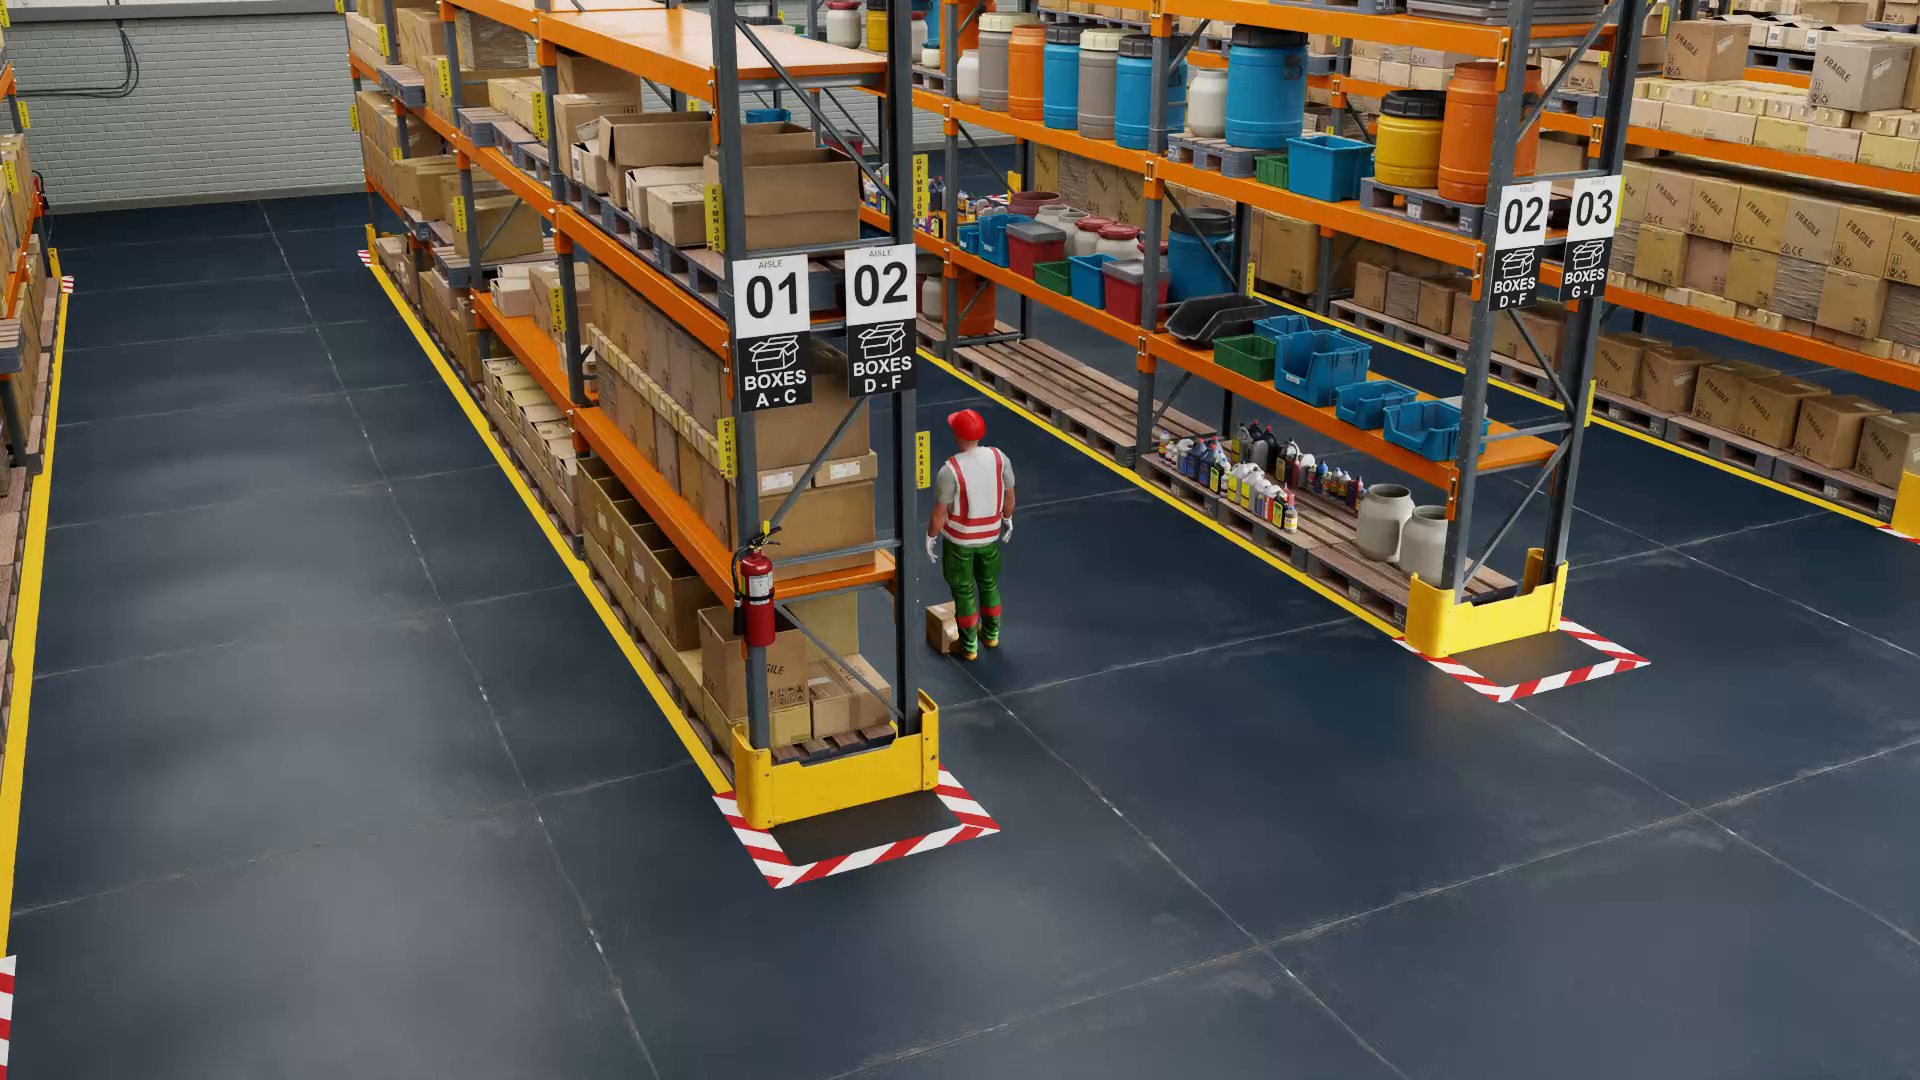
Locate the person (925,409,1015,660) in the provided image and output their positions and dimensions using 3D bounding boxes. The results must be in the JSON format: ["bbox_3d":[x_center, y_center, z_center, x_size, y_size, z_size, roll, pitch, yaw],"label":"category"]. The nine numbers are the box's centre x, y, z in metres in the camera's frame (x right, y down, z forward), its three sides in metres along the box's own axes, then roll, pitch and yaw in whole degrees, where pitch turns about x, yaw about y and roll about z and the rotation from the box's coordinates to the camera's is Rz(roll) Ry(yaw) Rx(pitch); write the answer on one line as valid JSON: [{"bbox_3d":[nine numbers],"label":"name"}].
[{"bbox_3d":[0.043,-0.060,11.119,0.638,1.787,0.564,-10,24,-24],"label":"person"}]
